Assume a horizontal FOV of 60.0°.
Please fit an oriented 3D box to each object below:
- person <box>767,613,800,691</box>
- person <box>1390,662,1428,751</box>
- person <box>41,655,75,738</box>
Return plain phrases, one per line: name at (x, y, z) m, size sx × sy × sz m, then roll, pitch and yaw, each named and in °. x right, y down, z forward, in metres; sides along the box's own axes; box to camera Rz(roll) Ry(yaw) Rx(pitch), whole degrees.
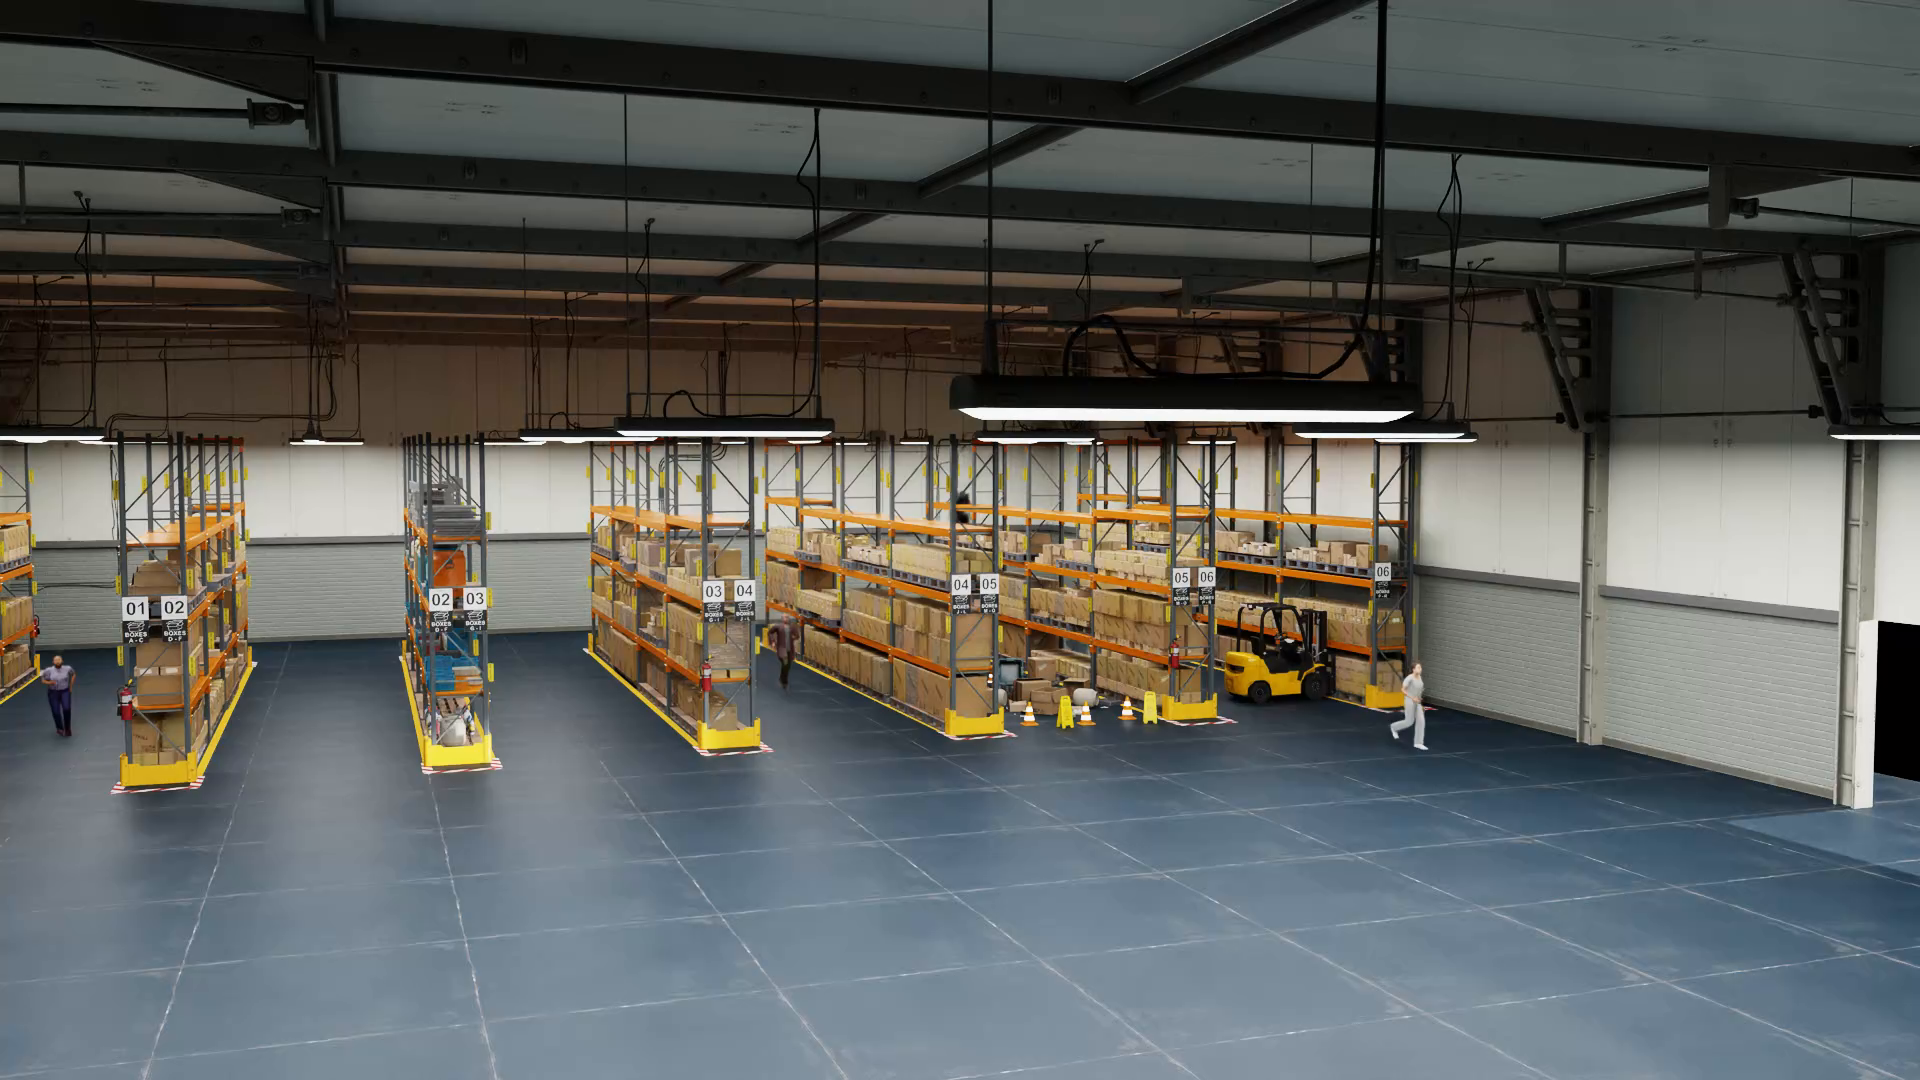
person at (-4.151, 2.648, 39.450) m, size 0.672 × 1.849 × 0.847 m, roll -2°, pitch 4°, yaw -32°
person at (8.635, 3.142, 31.824) m, size 0.588 × 1.659 × 0.901 m, roll -2°, pitch 4°, yaw -38°
person at (-17.837, 3.098, 32.918) m, size 0.588 × 1.648 × 0.741 m, roll -2°, pitch 4°, yaw -27°
